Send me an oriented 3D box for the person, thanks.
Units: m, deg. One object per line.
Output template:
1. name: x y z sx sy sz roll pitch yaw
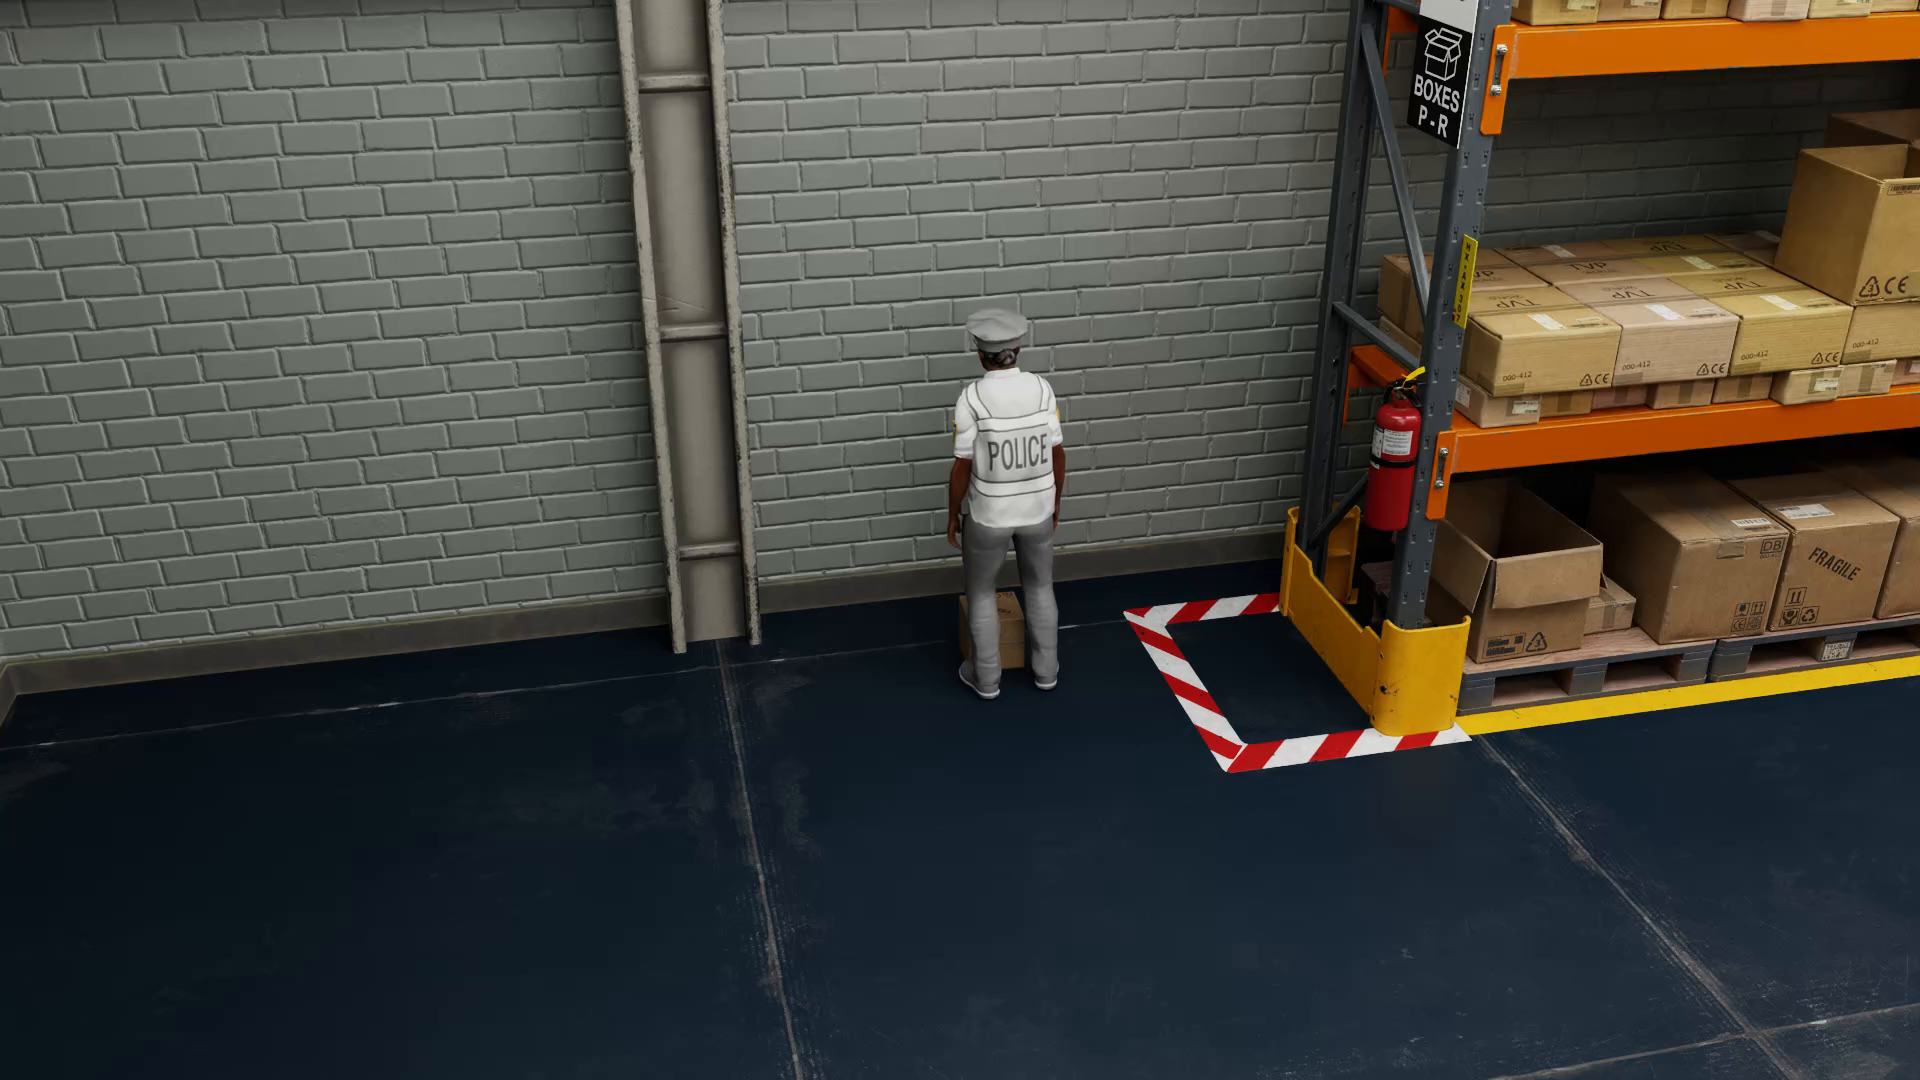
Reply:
1. person: 0.200 -0.119 6.849 0.531 1.661 0.397 -8 28 -15
